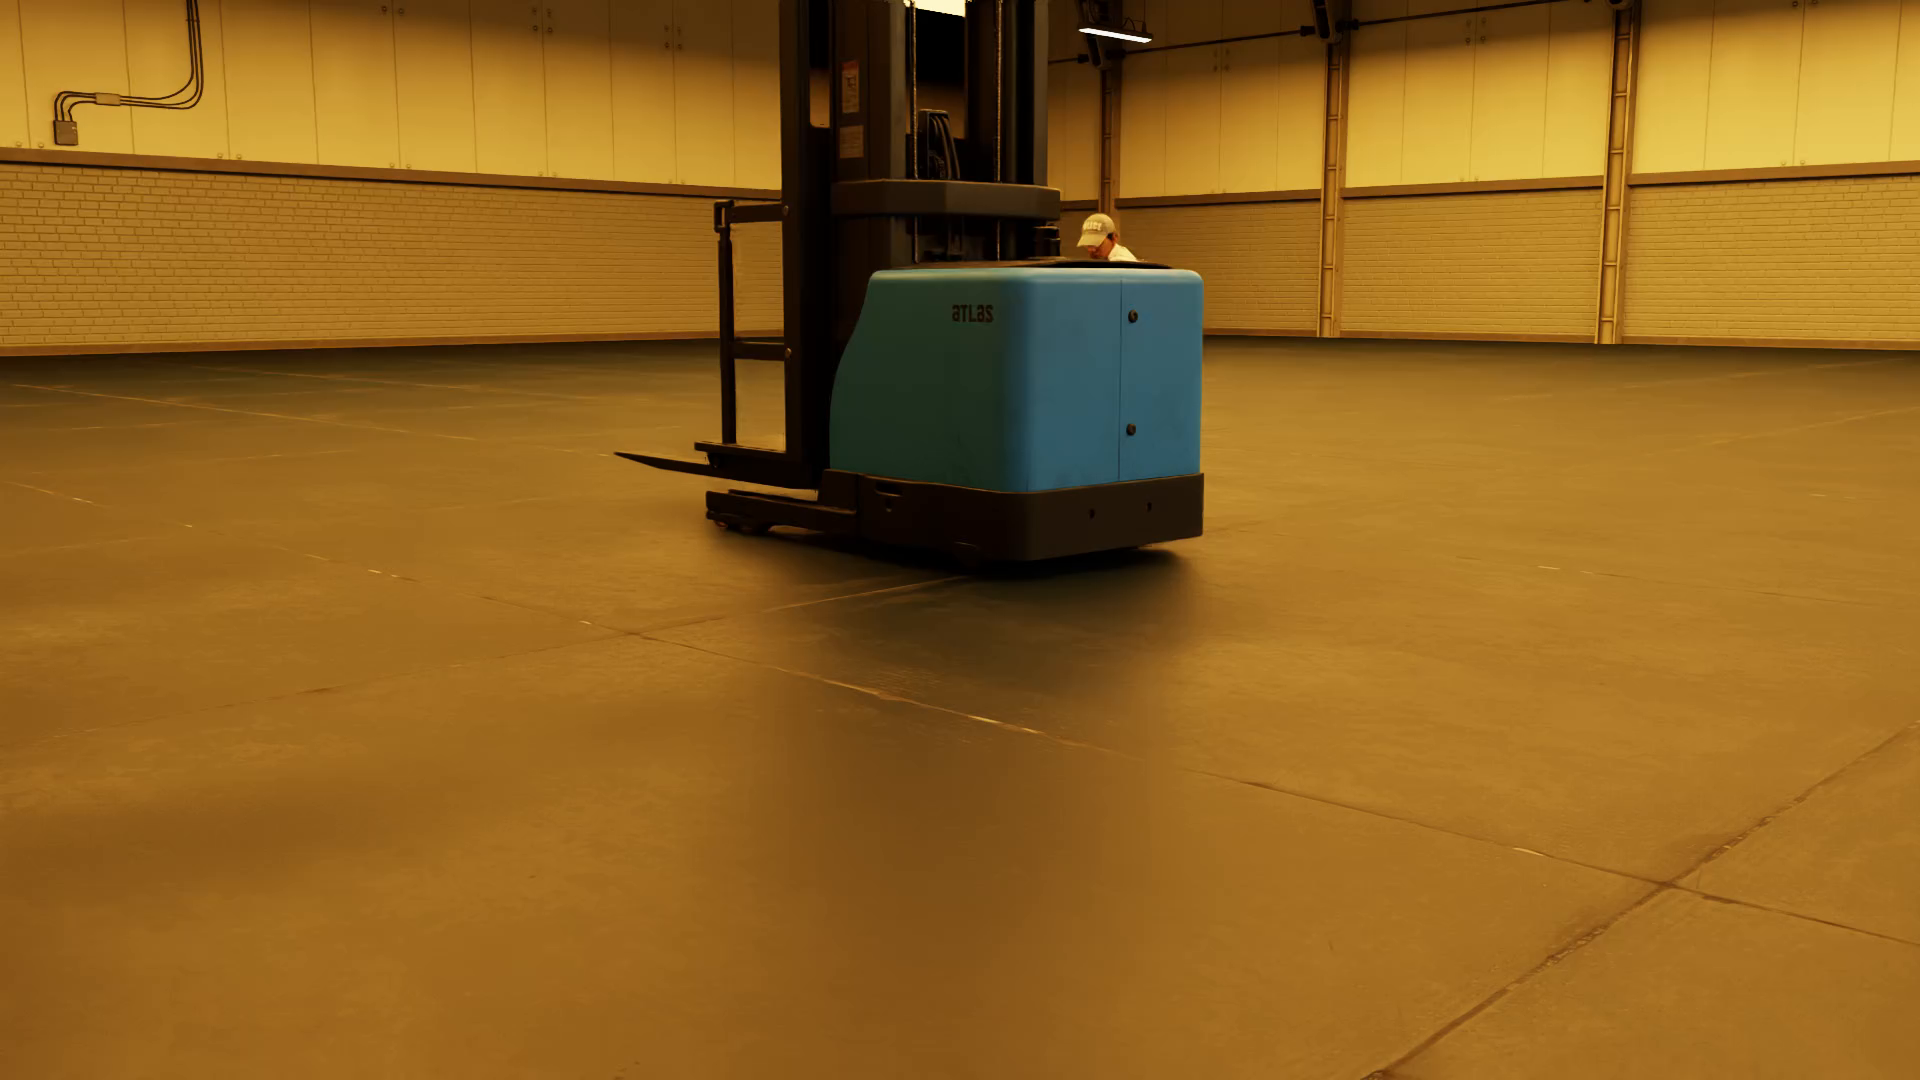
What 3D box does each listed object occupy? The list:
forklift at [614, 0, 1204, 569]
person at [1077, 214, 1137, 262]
[{"bbox_3d":[-0.423,-1.517,6.947,1.130,2.935,3.031,-7,11,-41],"label":"forklift"},{"bbox_3d":[0.895,-1.091,9.298,0.831,1.440,0.598,7,11,38],"label":"person"}]
